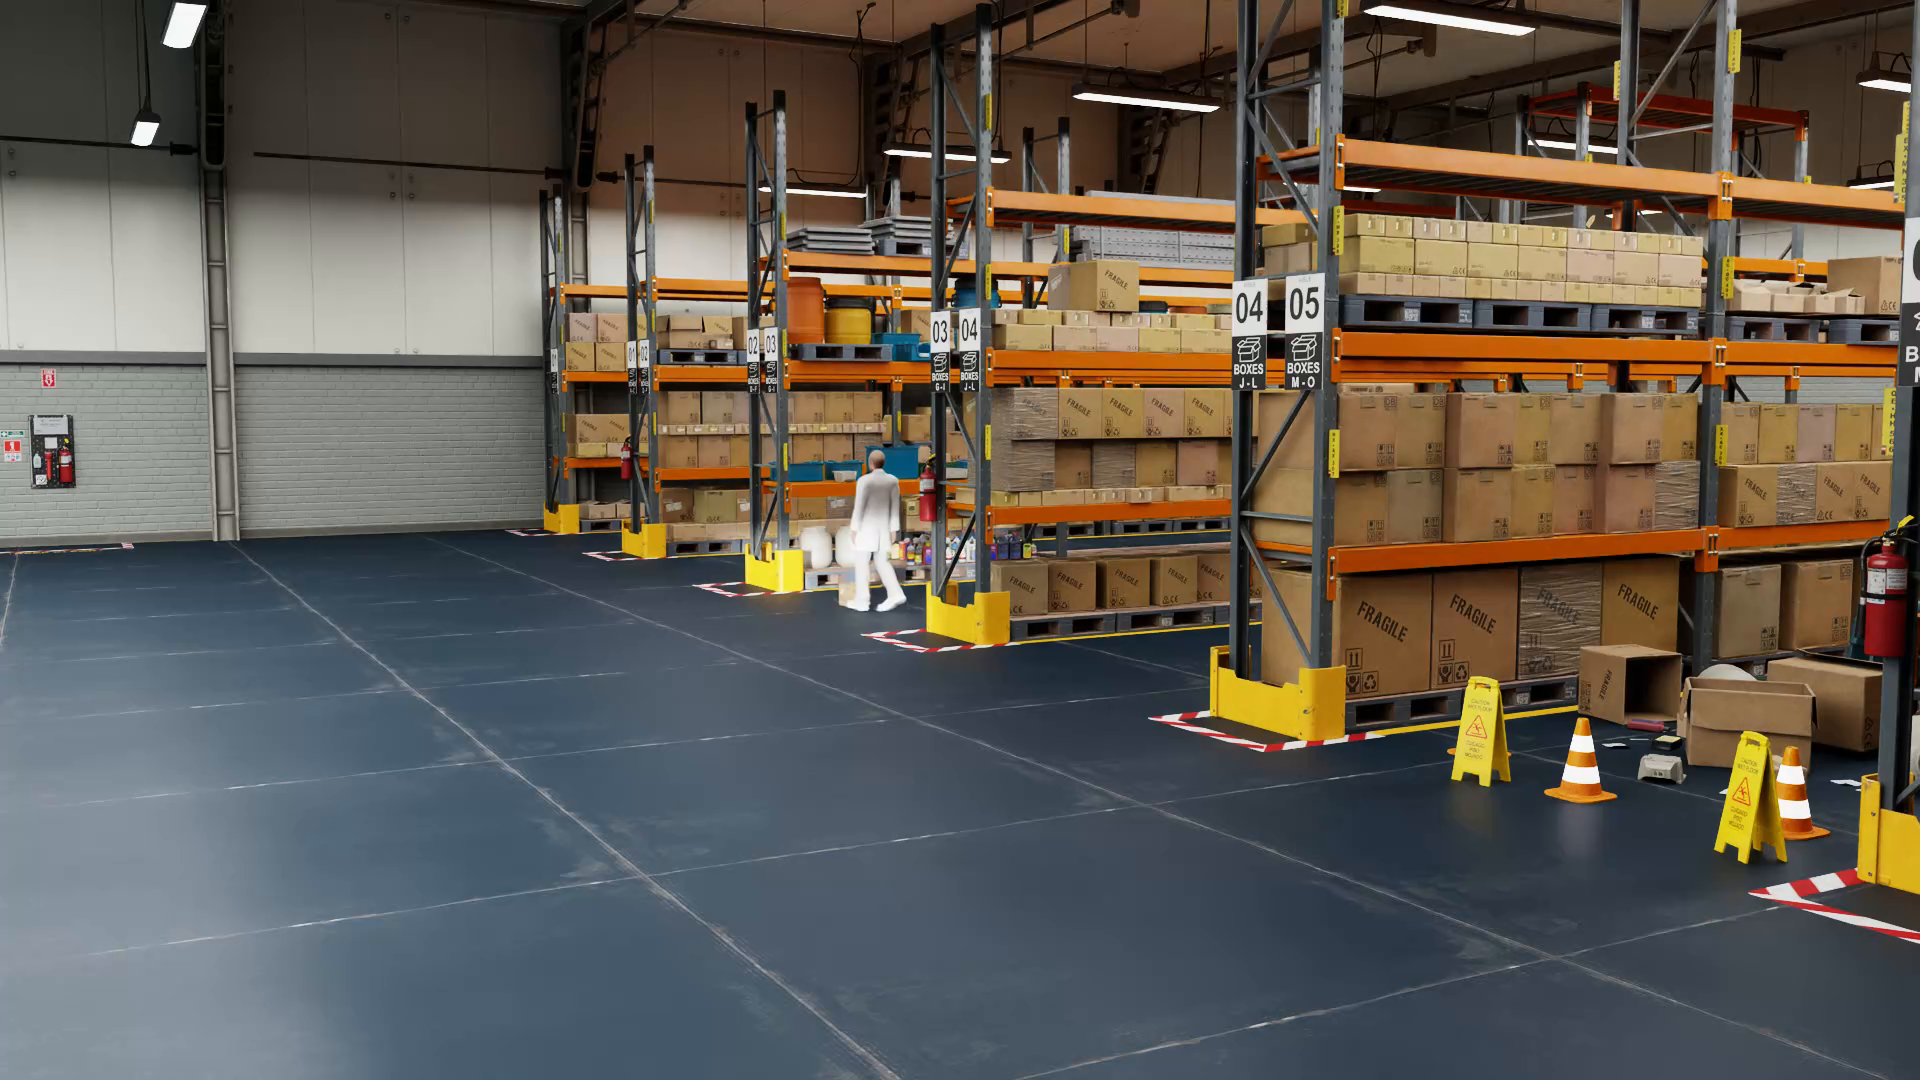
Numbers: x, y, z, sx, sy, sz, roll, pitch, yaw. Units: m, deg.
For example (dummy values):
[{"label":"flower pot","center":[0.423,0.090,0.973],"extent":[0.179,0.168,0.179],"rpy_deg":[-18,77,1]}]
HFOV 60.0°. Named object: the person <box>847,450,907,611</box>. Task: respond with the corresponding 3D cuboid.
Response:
[{"label":"person","center":[-0.969,-0.102,18.372],"extent":[0.618,1.790,0.623],"rpy_deg":[-4,6,-36]}]
